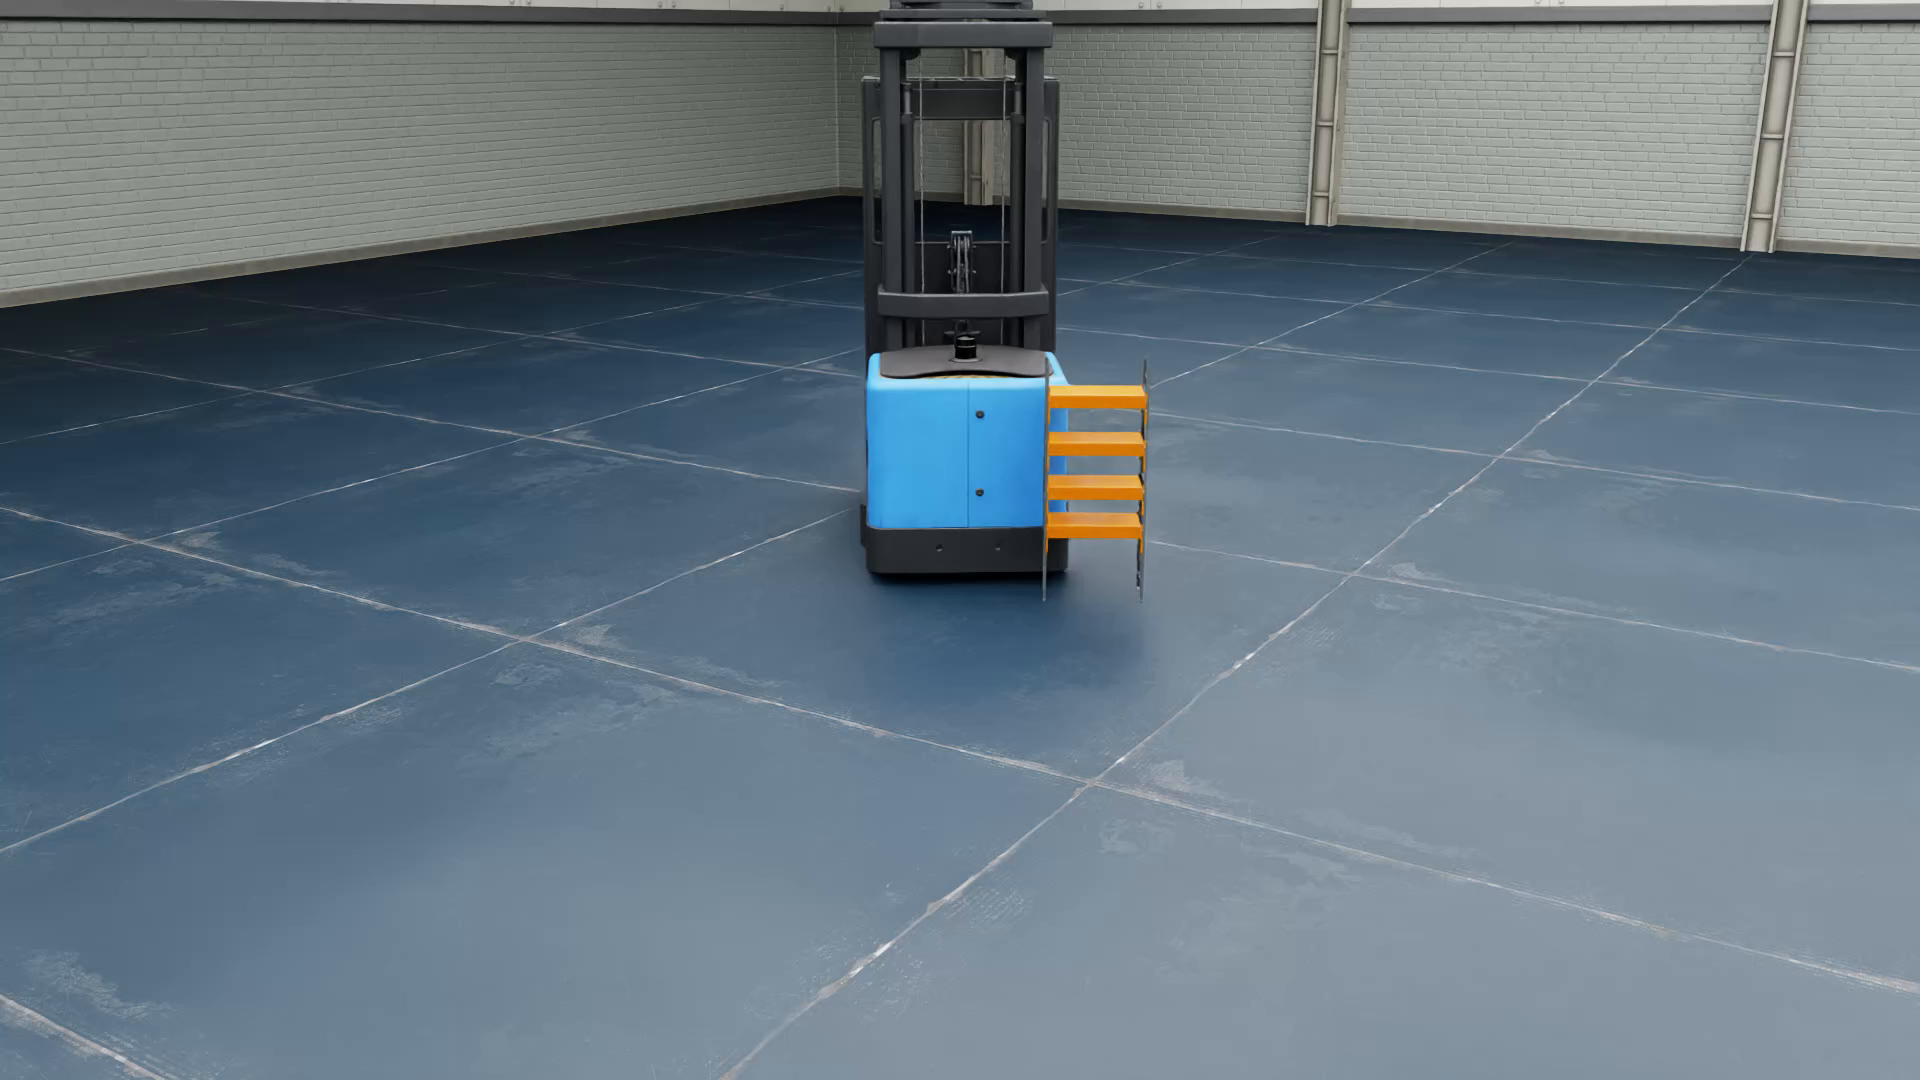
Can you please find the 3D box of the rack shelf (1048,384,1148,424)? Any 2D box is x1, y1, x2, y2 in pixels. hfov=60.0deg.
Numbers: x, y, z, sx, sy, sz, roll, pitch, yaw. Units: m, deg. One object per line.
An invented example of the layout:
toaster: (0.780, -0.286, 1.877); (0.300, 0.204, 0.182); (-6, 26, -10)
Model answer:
rack shelf: (0.669, -0.673, 8.179); (0.480, 0.148, 0.258); (0, 17, 1)

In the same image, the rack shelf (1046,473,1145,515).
rack shelf: (0.669, -0.232, 8.313); (0.480, 0.148, 0.258); (0, 17, 1)

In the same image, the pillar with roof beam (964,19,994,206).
pillar with roof beam: (-1.938, -8.890, 23.164); (0.400, 9.000, 9.100); (10, 20, 30)

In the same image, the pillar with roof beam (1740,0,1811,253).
pillar with roof beam: (8.287, -7.064, 17.155); (0.400, 9.000, 9.100); (10, 20, 30)

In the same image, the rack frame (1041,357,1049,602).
rack frame: (0.425, -0.298, 8.298); (0.015, 1.200, 0.240); (0, 17, 1)

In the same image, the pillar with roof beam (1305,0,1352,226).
pillar with roof beam: (3.174, -7.977, 20.159); (0.400, 9.000, 9.100); (10, 20, 30)

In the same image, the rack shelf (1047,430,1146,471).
rack shelf: (0.669, -0.446, 8.248); (0.480, 0.148, 0.258); (0, 17, 1)

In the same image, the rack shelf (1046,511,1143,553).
rack shelf: (0.669, -0.042, 8.370); (0.480, 0.148, 0.258); (0, 17, 1)

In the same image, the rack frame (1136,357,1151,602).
rack frame: (0.913, -0.295, 8.289); (0.015, 1.200, 0.240); (0, 17, 1)

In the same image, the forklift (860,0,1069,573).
forklift: (-0.007, -1.605, 9.622); (1.130, 2.935, 3.031); (-1, 17, -2)

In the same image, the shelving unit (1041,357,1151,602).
shelving unit: (0.669, -0.297, 8.293); (0.503, 1.200, 0.258); (0, 17, 1)
